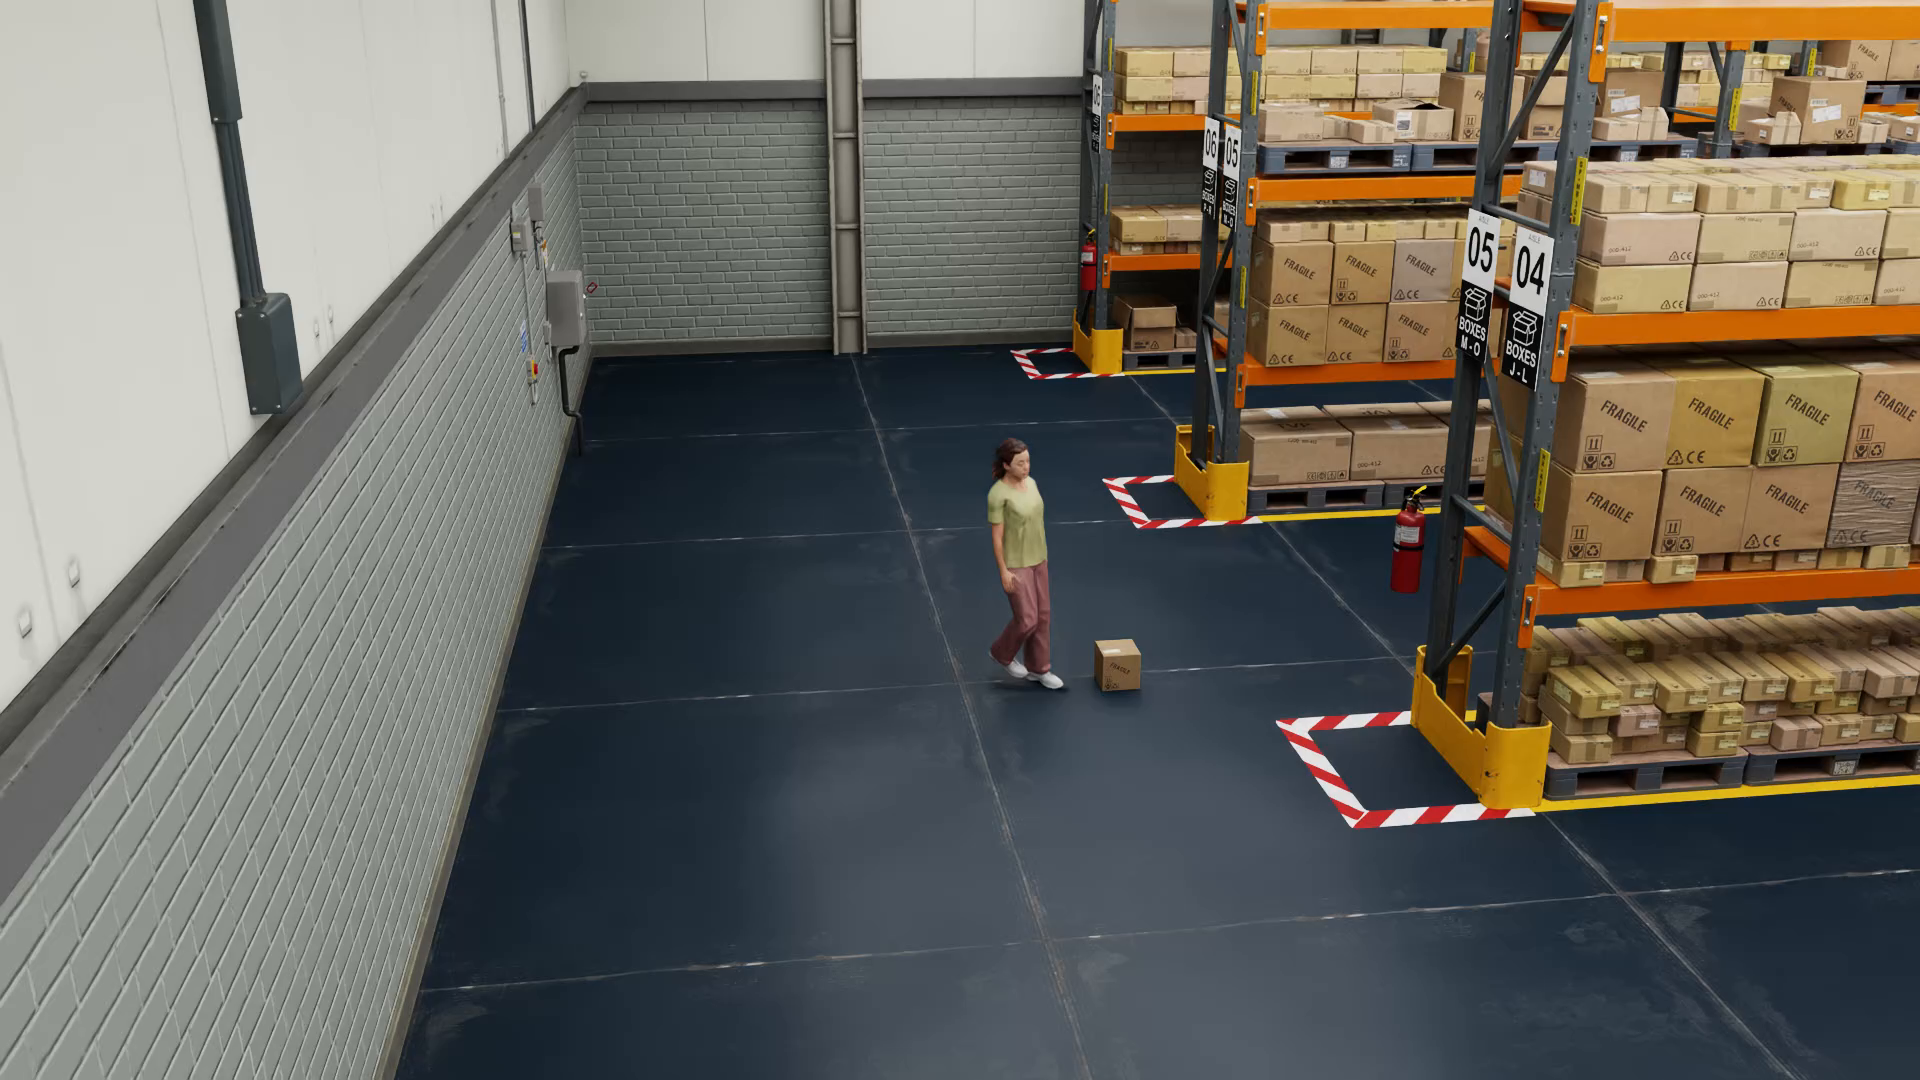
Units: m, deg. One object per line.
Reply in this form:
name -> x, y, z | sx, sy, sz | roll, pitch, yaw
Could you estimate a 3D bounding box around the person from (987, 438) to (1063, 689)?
person -> 0.419, 0.160, 10.633 | 0.504, 1.668, 0.469 | 16, 25, 37
